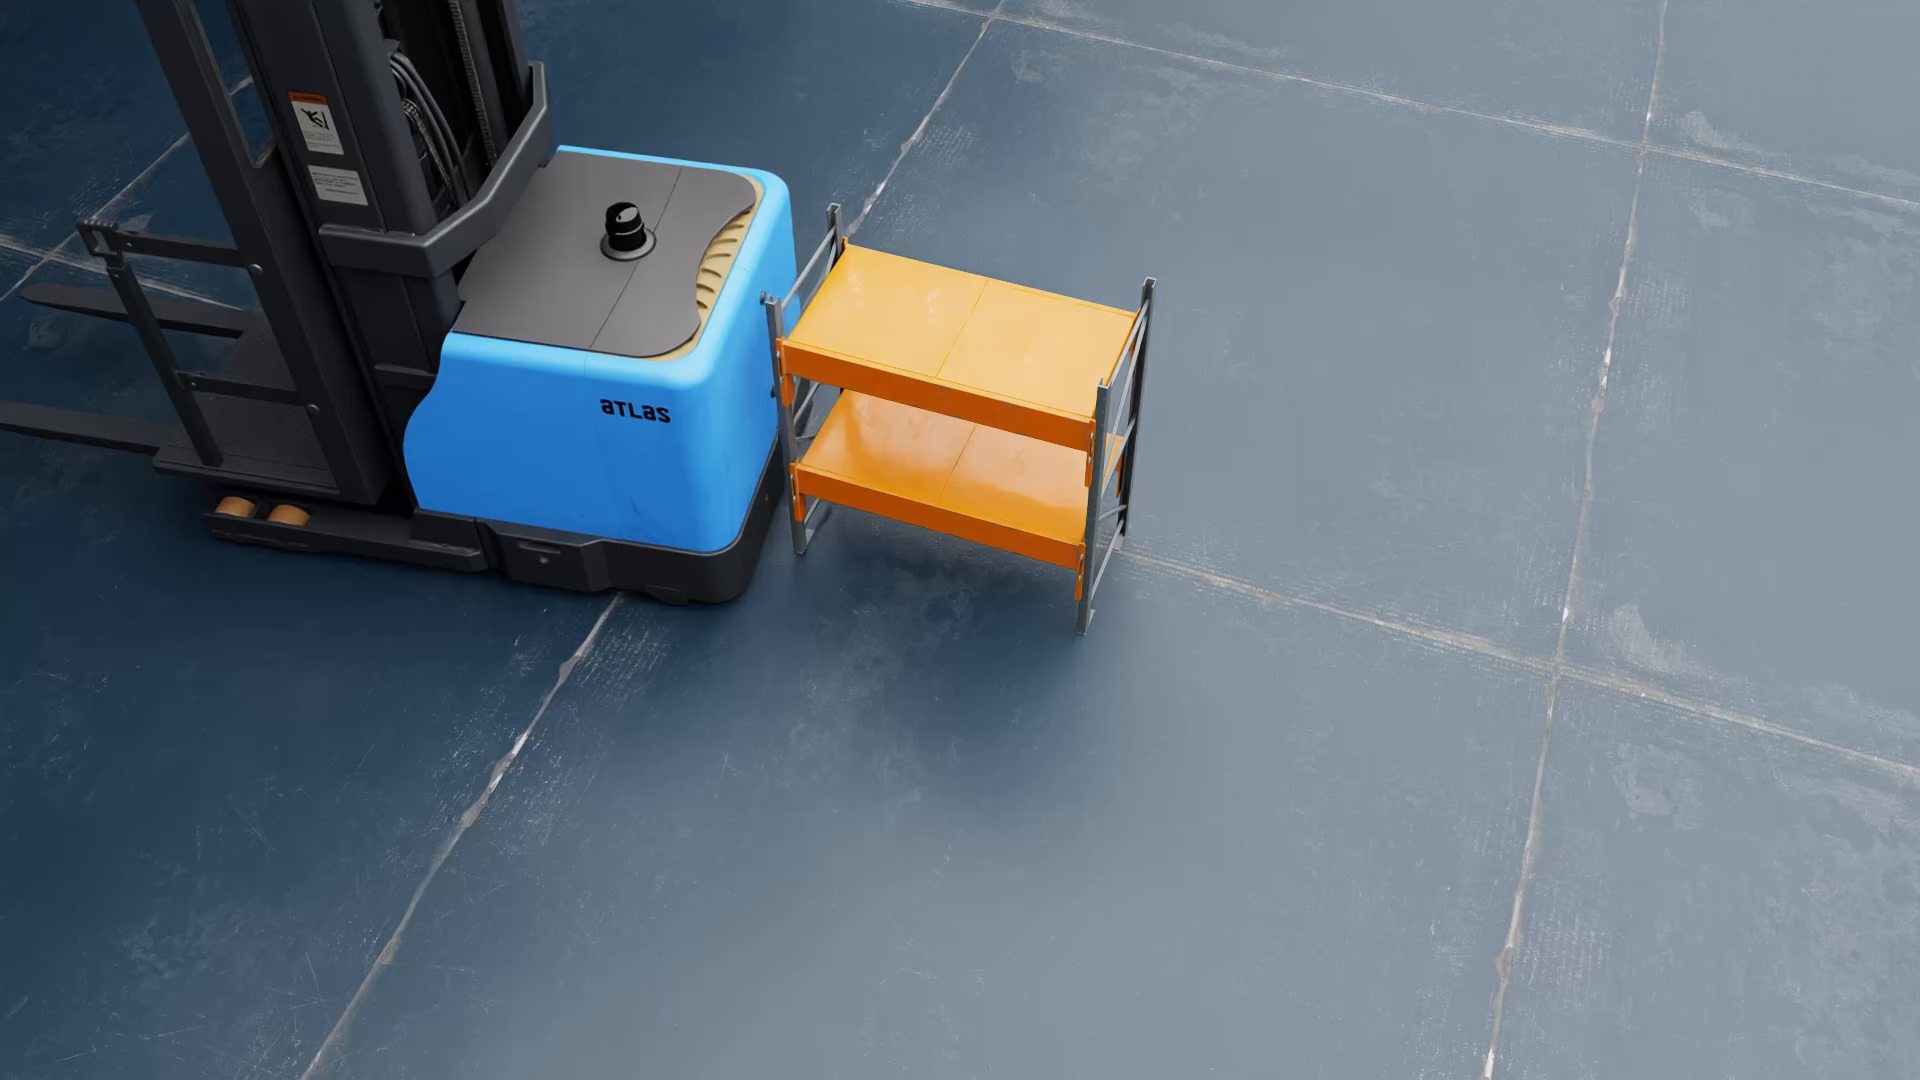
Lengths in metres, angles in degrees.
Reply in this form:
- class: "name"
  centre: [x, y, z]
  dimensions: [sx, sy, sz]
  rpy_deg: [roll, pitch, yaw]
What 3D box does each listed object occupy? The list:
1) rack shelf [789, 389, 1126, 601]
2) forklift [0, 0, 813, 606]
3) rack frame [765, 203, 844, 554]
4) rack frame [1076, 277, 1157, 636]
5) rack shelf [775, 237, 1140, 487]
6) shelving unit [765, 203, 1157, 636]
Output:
- class: "rack shelf"
  centre: [0.006, -0.207, 5.508]
  dimensions: [1.000, 0.278, 0.538]
  rpy_deg: [16, 51, 13]
- class: "forklift"
  centre: [-2.107, -1.305, 4.941]
  dimensions: [3.031, 2.935, 1.130]
  rpy_deg: [9, 50, 7]
- class: "rack frame"
  centre: [-0.471, -0.500, 5.439]
  dimensions: [0.032, 1.125, 0.500]
  rpy_deg: [16, 51, 13]
- class: "rack frame"
  centre: [0.483, -0.234, 5.208]
  dimensions: [0.032, 1.125, 0.500]
  rpy_deg: [16, 51, 13]
- class: "rack shelf"
  centre: [0.006, -0.558, 5.102]
  dimensions: [1.000, 0.278, 0.538]
  rpy_deg: [16, 51, 13]
- class: "shelving unit"
  centre: [0.006, -0.367, 5.323]
  dimensions: [1.048, 1.125, 0.538]
  rpy_deg: [16, 51, 13]
